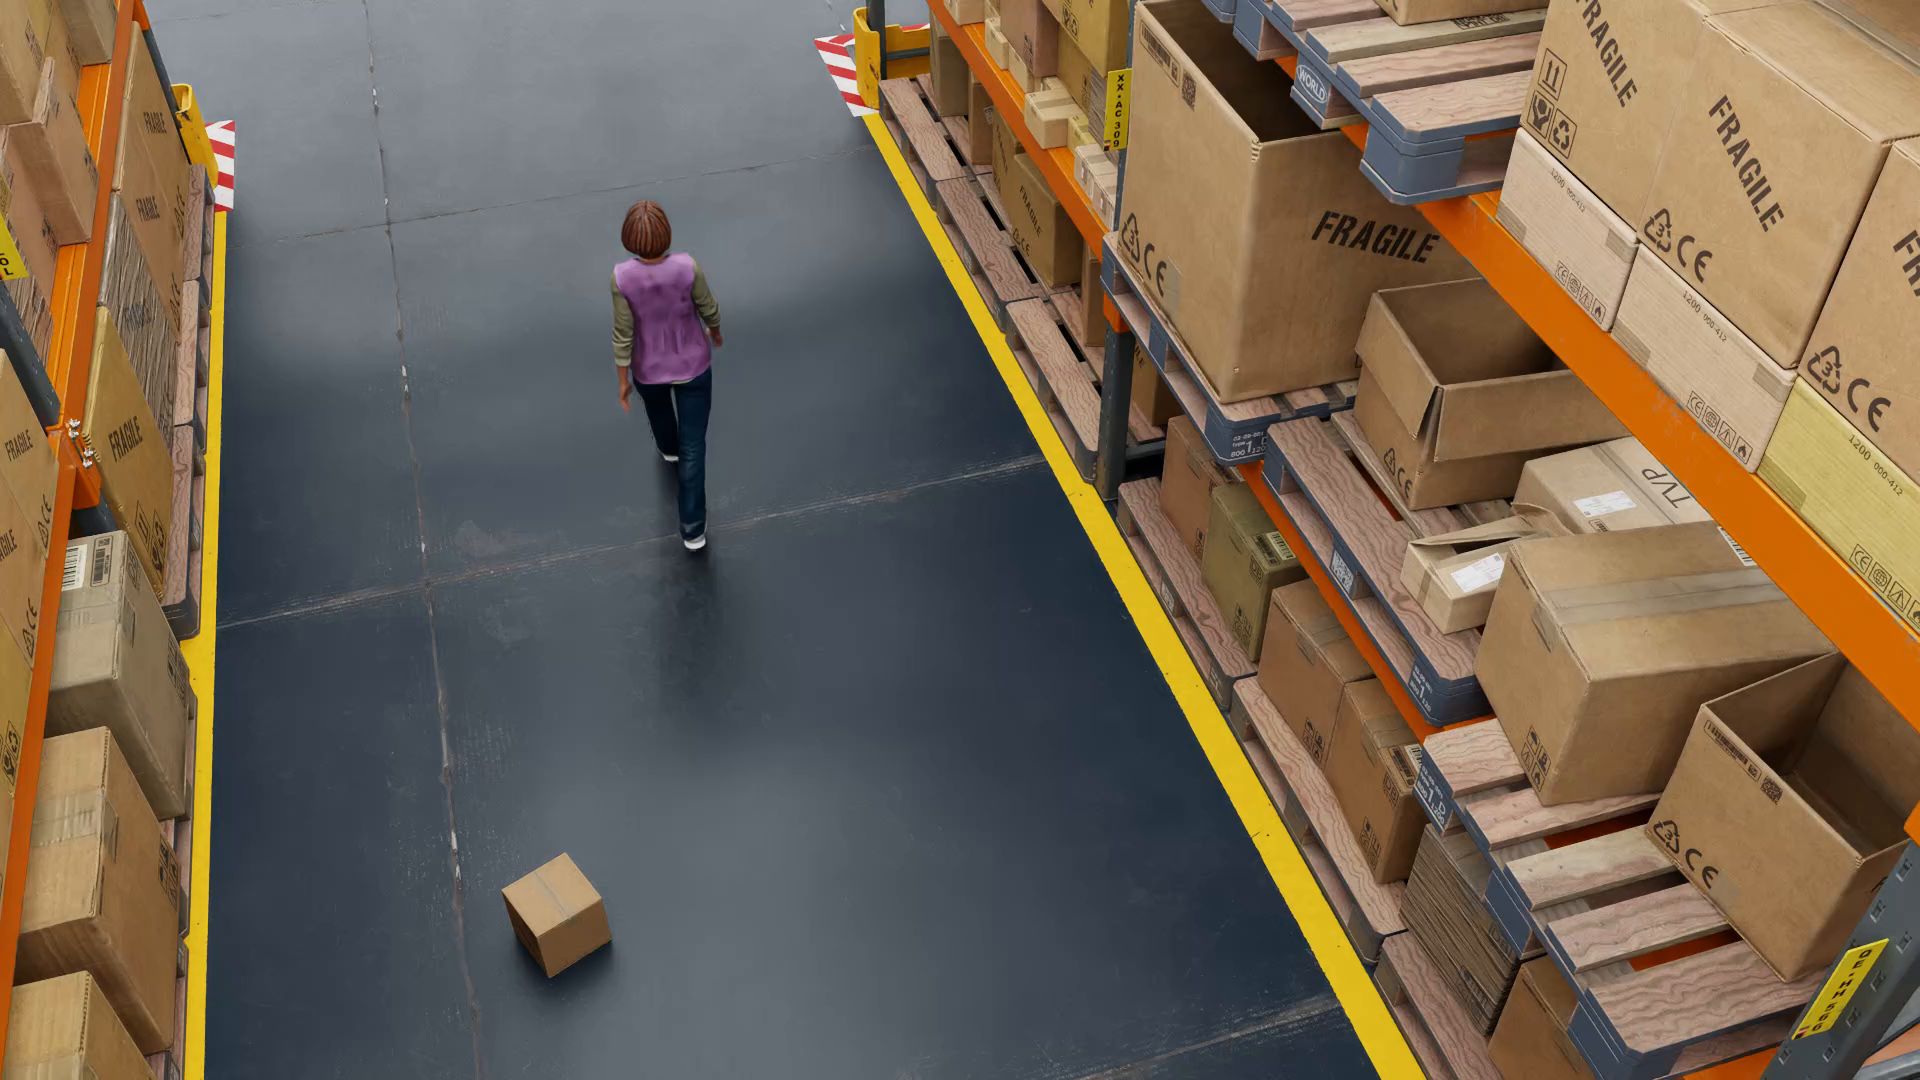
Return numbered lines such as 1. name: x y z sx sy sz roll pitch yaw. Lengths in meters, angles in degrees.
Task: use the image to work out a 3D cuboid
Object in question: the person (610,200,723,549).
1. person: -1.213 -0.790 7.001 0.446 1.552 0.890 -5 43 -5
